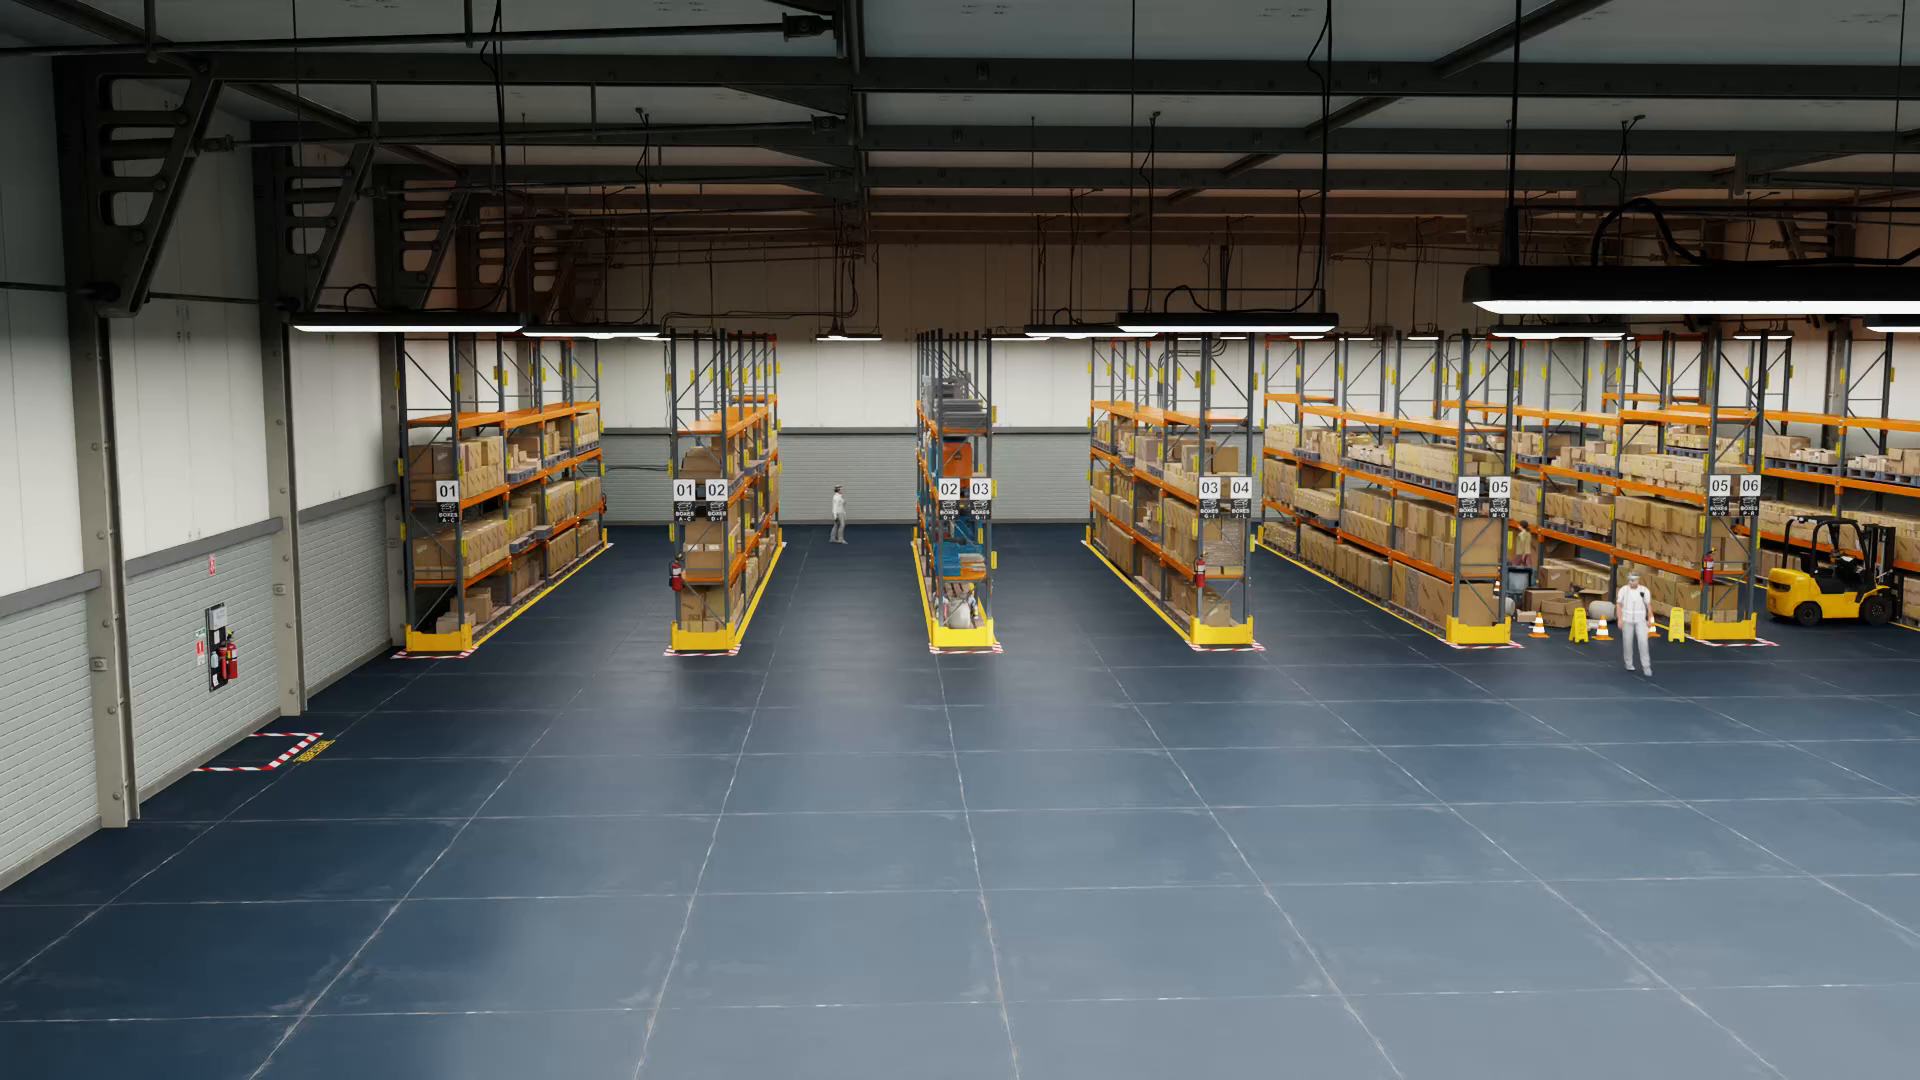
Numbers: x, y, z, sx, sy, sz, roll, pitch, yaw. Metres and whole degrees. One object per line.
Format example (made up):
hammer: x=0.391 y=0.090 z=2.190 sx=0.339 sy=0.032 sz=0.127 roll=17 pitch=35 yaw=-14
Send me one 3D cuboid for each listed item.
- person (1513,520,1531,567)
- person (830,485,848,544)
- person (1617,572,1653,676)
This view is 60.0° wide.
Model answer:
person: x=13.042 y=0.397 z=38.419 sx=0.454 sy=1.708 sz=0.606 roll=-2 pitch=7 yaw=-16
person: x=-3.486 y=-0.731 z=47.911 sx=0.539 sy=1.700 sz=0.504 roll=0 pitch=7 yaw=0
person: x=11.804 y=1.440 z=29.053 sx=0.650 sy=1.758 sz=0.661 roll=3 pitch=7 yaw=23
